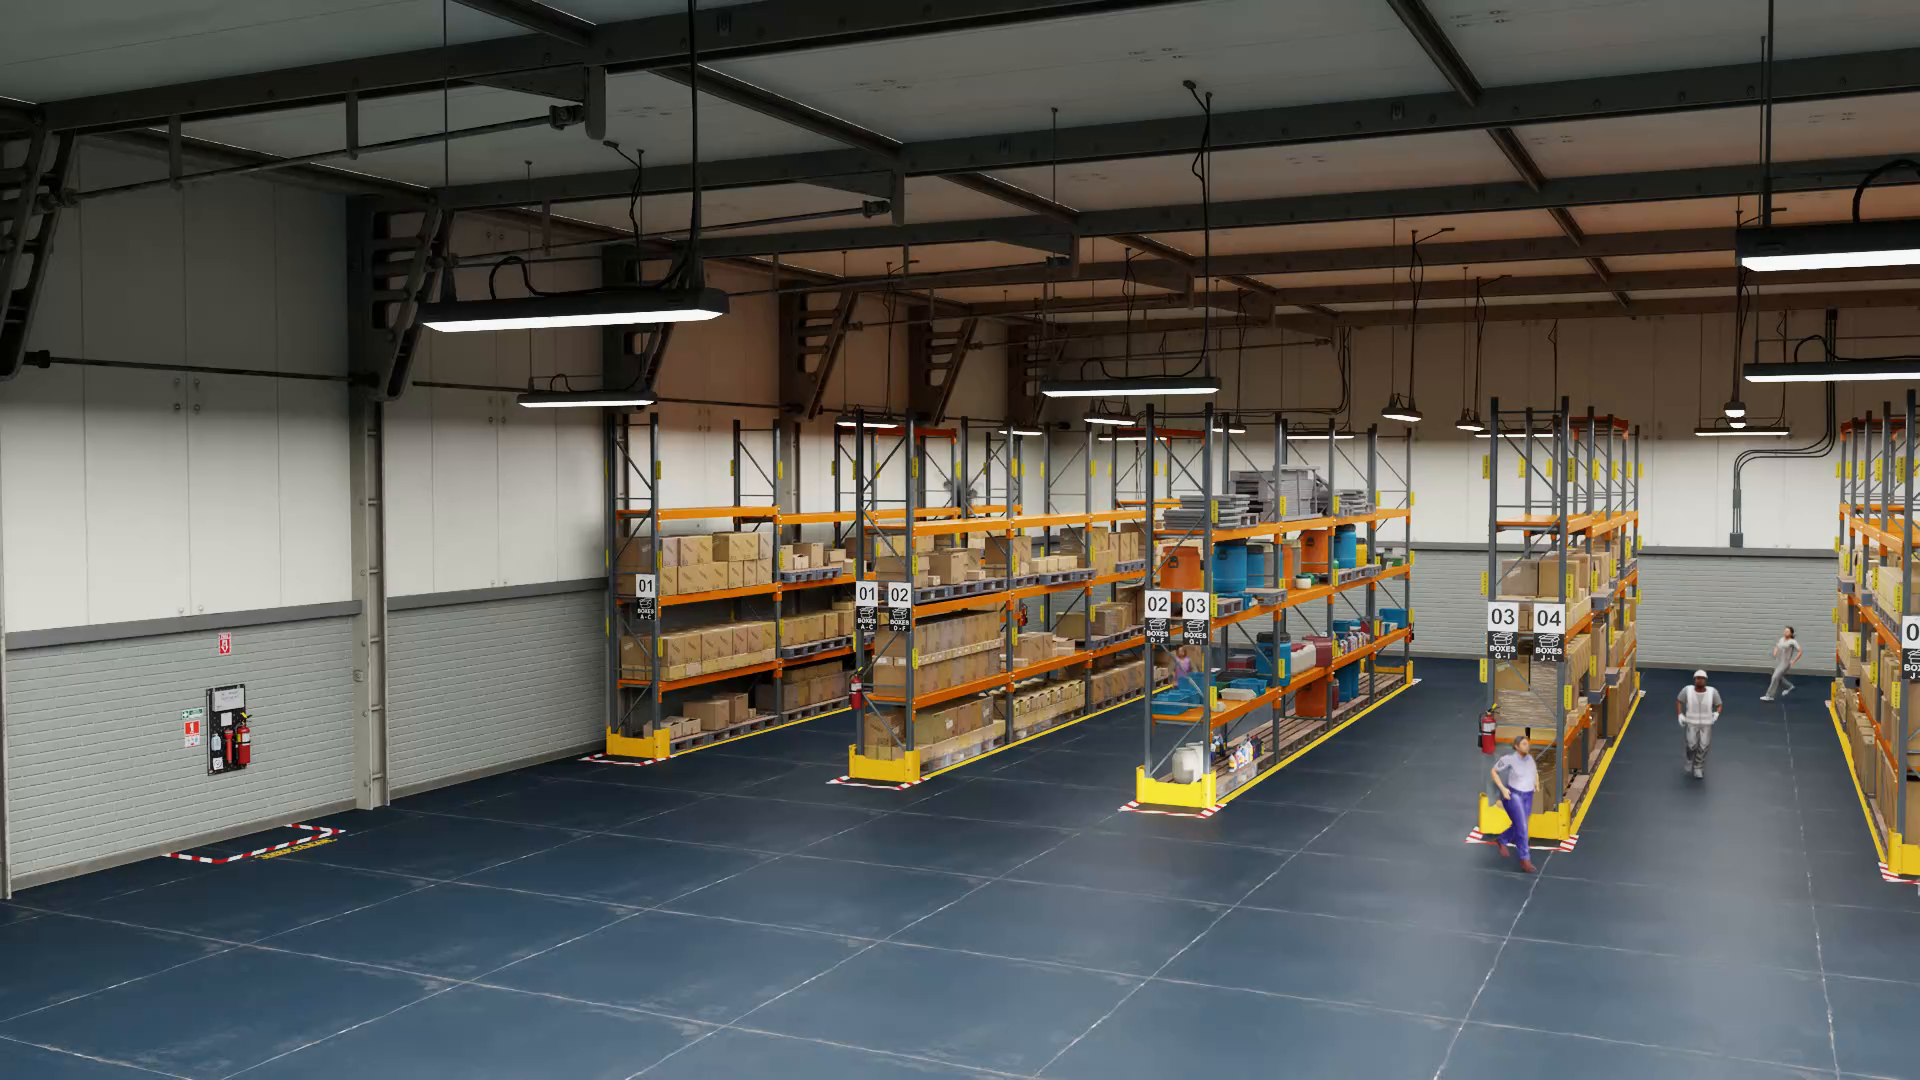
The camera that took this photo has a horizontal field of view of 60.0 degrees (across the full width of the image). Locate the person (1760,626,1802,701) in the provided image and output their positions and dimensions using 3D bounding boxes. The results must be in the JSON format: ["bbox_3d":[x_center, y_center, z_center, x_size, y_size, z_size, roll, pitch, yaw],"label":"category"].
[{"bbox_3d":[17.827,2.669,35.931,0.887,1.622,0.624,-1,3,-20],"label":"person"}]

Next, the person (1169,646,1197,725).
[{"bbox_3d":[4.321,2.843,32.362,0.520,1.560,0.570,1,3,17],"label":"person"}]

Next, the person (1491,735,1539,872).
[{"bbox_3d":[7.066,3.292,21.062,0.631,1.648,0.841,-1,3,-29],"label":"person"}]

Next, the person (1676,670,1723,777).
[{"bbox_3d":[12.029,2.988,27.028,0.690,1.743,0.581,1,3,18],"label":"person"}]
